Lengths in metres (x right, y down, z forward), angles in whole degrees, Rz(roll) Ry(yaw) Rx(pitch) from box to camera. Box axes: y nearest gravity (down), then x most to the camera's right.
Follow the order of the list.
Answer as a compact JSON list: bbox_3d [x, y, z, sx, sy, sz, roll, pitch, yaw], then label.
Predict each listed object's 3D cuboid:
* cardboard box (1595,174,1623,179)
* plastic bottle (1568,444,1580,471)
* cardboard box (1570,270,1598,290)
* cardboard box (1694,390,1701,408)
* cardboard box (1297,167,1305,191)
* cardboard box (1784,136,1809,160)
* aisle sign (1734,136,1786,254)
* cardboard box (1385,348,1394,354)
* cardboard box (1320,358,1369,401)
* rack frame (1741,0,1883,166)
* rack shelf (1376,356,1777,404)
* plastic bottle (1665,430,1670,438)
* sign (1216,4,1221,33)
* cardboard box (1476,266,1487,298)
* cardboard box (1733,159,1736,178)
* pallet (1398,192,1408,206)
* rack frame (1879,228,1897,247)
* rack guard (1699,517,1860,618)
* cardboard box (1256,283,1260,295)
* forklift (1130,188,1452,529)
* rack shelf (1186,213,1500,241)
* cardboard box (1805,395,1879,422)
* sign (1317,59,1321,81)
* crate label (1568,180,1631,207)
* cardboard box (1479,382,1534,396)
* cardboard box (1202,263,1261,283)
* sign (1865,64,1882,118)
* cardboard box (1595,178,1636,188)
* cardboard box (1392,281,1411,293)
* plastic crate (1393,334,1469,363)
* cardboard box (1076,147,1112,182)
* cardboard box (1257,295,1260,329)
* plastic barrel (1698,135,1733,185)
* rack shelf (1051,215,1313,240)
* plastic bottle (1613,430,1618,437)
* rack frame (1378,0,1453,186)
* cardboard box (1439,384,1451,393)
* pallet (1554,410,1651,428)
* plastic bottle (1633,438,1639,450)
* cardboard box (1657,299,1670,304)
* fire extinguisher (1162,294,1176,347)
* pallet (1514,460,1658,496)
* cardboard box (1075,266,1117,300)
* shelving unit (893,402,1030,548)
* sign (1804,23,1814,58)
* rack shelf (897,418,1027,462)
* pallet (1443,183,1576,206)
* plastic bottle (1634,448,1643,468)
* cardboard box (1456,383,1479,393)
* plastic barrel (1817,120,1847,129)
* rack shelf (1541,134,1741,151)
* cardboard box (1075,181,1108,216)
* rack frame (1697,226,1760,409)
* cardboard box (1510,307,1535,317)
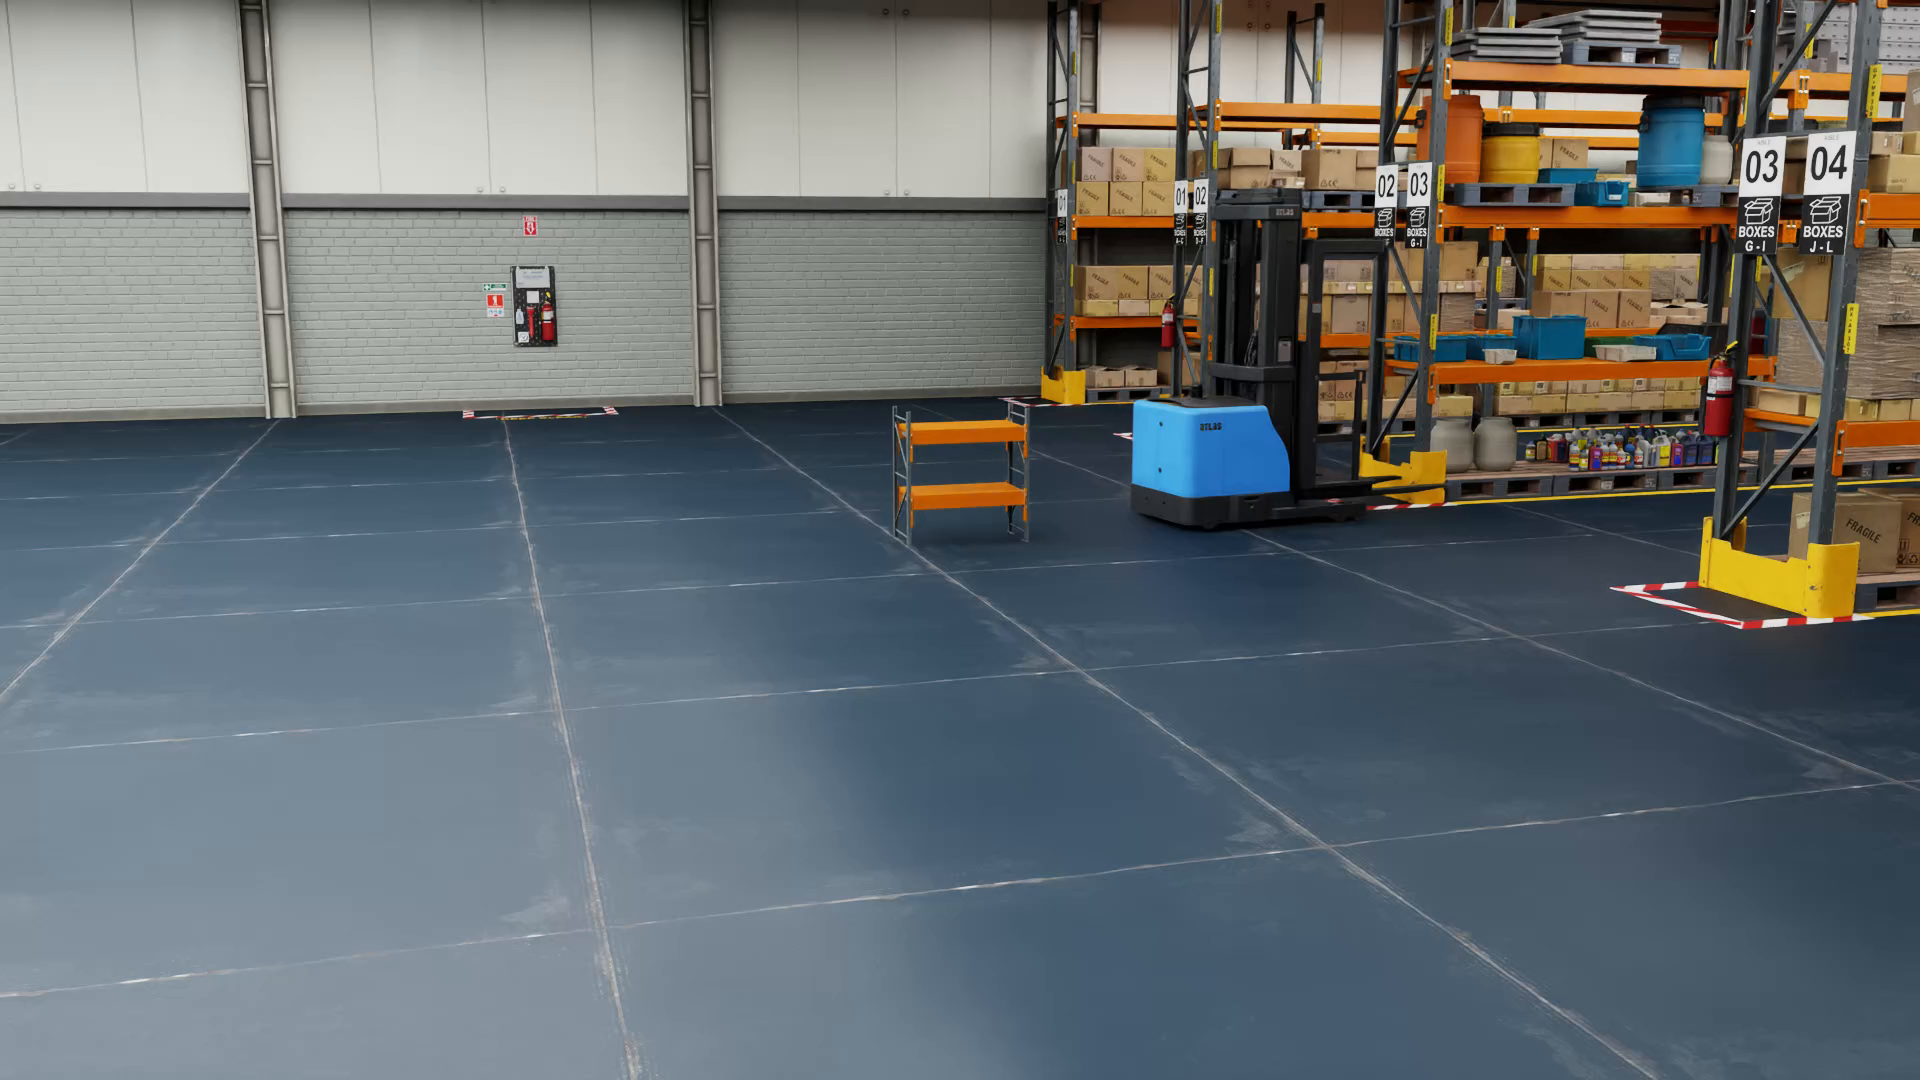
[{"bbox_3d":[10.681,-5.876,27.904,0.500,0.500,0.700,-2,11,-13],"label":"cardboard box"},{"bbox_3d":[6.119,-0.824,16.560,0.097,0.271,0.097,0,10,0],"label":"plastic bottle"},{"bbox_3d":[10.246,-4.249,27.692,0.500,0.500,0.500,-3,11,-14],"label":"cardboard box"},{"bbox_3d":[10.154,-1.963,22.862,0.500,0.250,0.500,-3,11,-15],"label":"cardboard box"},{"bbox_3d":[4.476,-4.612,21.231,0.500,0.311,0.500,-2,11,-9],"label":"cardboard box"},{"bbox_3d":[5.855,-2.717,11.548,0.250,0.149,0.380,-3,11,-16],"label":"cardboard box"},{"bbox_3d":[5.532,-2.379,11.502,0.004,0.787,0.394,-3,11,-16],"label":"aisle sign"},{"bbox_3d":[7.048,-2.918,27.299,0.500,0.500,0.700,-3,11,-15],"label":"cardboard box"},{"bbox_3d":[4.928,-2.060,21.317,0.500,0.500,0.500,-3,11,-16],"label":"cardboard box"},{"bbox_3d":[5.675,-4.002,10.928,0.127,3.000,1.000,-3,11,-16],"label":"rack frame"},{"bbox_3d":[6.211,-1.660,16.763,4.000,0.370,1.077,-3,11,-16],"label":"rack shelf"},{"bbox_3d":[7.431,-1.015,17.565,0.133,0.283,0.061,-3,11,-16],"label":"plastic bottle"},{"bbox_3d":[3.059,-6.164,19.659,0.005,0.325,0.100,-3,11,-16],"label":"sign"},{"bbox_3d":[8.225,-4.246,27.336,0.500,0.500,0.700,-4,11,-21],"label":"cardboard box"},{"bbox_3d":[13.649,-6.343,28.841,0.500,0.500,0.500,-3,11,-16],"label":"cardboard box"},{"bbox_3d":[5.939,-4.360,21.404,1.213,0.211,1.003,-3,11,-16],"label":"pallet"},{"bbox_3d":[16.884,-4.444,29.901,0.127,3.000,1.000,-3,11,-16],"label":"rack frame"},{"bbox_3d":[5.748,0.174,11.718,0.348,0.500,1.175,-3,11,-16],"label":"rack guard"},{"bbox_3d":[3.600,-3.138,20.738,0.250,0.149,0.380,-3,11,-17],"label":"cardboard box"},{"bbox_3d":[3.116,-1.687,15.113,3.031,2.935,1.130,-5,11,-24],"label":"forklift"},{"bbox_3d":[4.830,-3.996,21.170,4.000,0.370,1.077,-3,11,-16],"label":"rack shelf"},{"bbox_3d":[6.016,-0.901,11.347,0.250,0.149,0.380,-3,11,-16],"label":"cardboard box"},{"bbox_3d":[5.496,-7.190,25.450,0.005,0.325,0.100,-3,11,-16],"label":"sign"},{"bbox_3d":[6.180,-3.351,16.093,0.408,0.251,0.502,-3,11,-16],"label":"crate label"},{"bbox_3d":[7.217,-2.083,21.965,0.500,0.311,0.500,-3,11,-16],"label":"cardboard box"},{"bbox_3d":[3.413,-3.485,20.831,0.500,0.500,0.700,-3,11,-16],"label":"cardboard box"},{"bbox_3d":[5.827,-2.862,10.608,0.005,0.325,0.100,-3,11,-16],"label":"sign"},{"bbox_3d":[8.603,-4.670,22.098,0.500,0.250,0.500,-4,11,-21],"label":"cardboard box"},{"bbox_3d":[5.572,-3.242,21.303,0.250,0.149,0.380,-3,11,-16],"label":"cardboard box"},{"bbox_3d":[4.688,-1.916,16.582,0.616,0.251,0.499,-3,11,-16],"label":"plastic crate"},{"bbox_3d":[1.960,-5.638,25.007,0.500,0.500,0.500,-4,11,-20],"label":"cardboard box"},{"bbox_3d":[3.865,-2.871,21.083,0.500,0.500,0.700,-3,11,-14],"label":"cardboard box"},{"bbox_3d":[7.663,-3.864,16.995,0.421,0.512,0.421,0,10,0],"label":"plastic barrel"},{"bbox_3d":[3.442,-4.857,25.847,4.000,0.370,1.077,-3,11,-16],"label":"rack shelf"},{"bbox_3d":[6.889,-1.016,17.566,0.133,0.283,0.061,-3,11,-13],"label":"plastic bottle"},{"bbox_3d":[4.291,-4.863,15.605,0.127,3.000,1.000,-3,11,-16],"label":"rack frame"},{"bbox_3d":[6.218,-2.230,22.237,0.500,0.500,0.500,-3,11,-16],"label":"cardboard box"},{"bbox_3d":[8.621,-1.711,22.757,1.213,0.211,1.003,-3,11,-16],"label":"pallet"},{"bbox_3d":[6.912,-0.897,16.923,0.133,0.283,0.061,-3,11,-16],"label":"plastic bottle"},{"bbox_3d":[11.811,-4.015,28.210,0.250,0.149,0.380,-3,11,-16],"label":"cardboard box"},{"bbox_3d":[2.667,-2.810,21.240,0.183,0.674,0.296,-3,11,-16],"label":"fire extinguisher"},{"bbox_3d":[6.301,-0.654,17.016,1.213,0.211,1.003,-3,11,-16],"label":"pallet"},{"bbox_3d":[2.064,-3.911,25.294,0.500,0.500,0.500,-3,11,-16],"label":"cardboard box"},{"bbox_3d":[0.006,-0.554,13.947,1.048,1.125,0.538,-3,11,-16],"label":"shelving unit"},{"bbox_3d":[8.275,-4.866,16.201,0.005,0.325,0.100,-3,11,-16],"label":"sign"},{"bbox_3d":[0.006,-0.841,13.894,1.000,0.278,0.538,-3,11,-16],"label":"rack shelf"},{"bbox_3d":[5.113,-3.319,16.029,1.213,0.211,1.003,-3,11,-16],"label":"pallet"},{"bbox_3d":[6.836,-0.828,16.771,0.097,0.201,0.097,0,10,0],"label":"plastic bottle"},{"bbox_3d":[7.059,-2.176,22.468,0.500,0.311,0.500,-3,11,-16],"label":"cardboard box"},{"bbox_3d":[9.187,-3.933,17.455,0.600,0.901,0.600,0,10,0],"label":"plastic barrel"},{"bbox_3d":[11.123,-6.540,27.810,4.000,0.370,1.077,-3,11,-16],"label":"rack shelf"},{"bbox_3d":[1.913,-5.142,25.077,0.500,0.500,0.500,-3,11,-14],"label":"cardboard box"},{"bbox_3d":[10.591,-3.178,23.026,0.127,3.000,1.000,-3,11,-16],"label":"rack frame"},{"bbox_3d":[7.543,-2.986,22.353,0.258,0.266,0.396,-3,11,-17],"label":"cardboard box"}]
